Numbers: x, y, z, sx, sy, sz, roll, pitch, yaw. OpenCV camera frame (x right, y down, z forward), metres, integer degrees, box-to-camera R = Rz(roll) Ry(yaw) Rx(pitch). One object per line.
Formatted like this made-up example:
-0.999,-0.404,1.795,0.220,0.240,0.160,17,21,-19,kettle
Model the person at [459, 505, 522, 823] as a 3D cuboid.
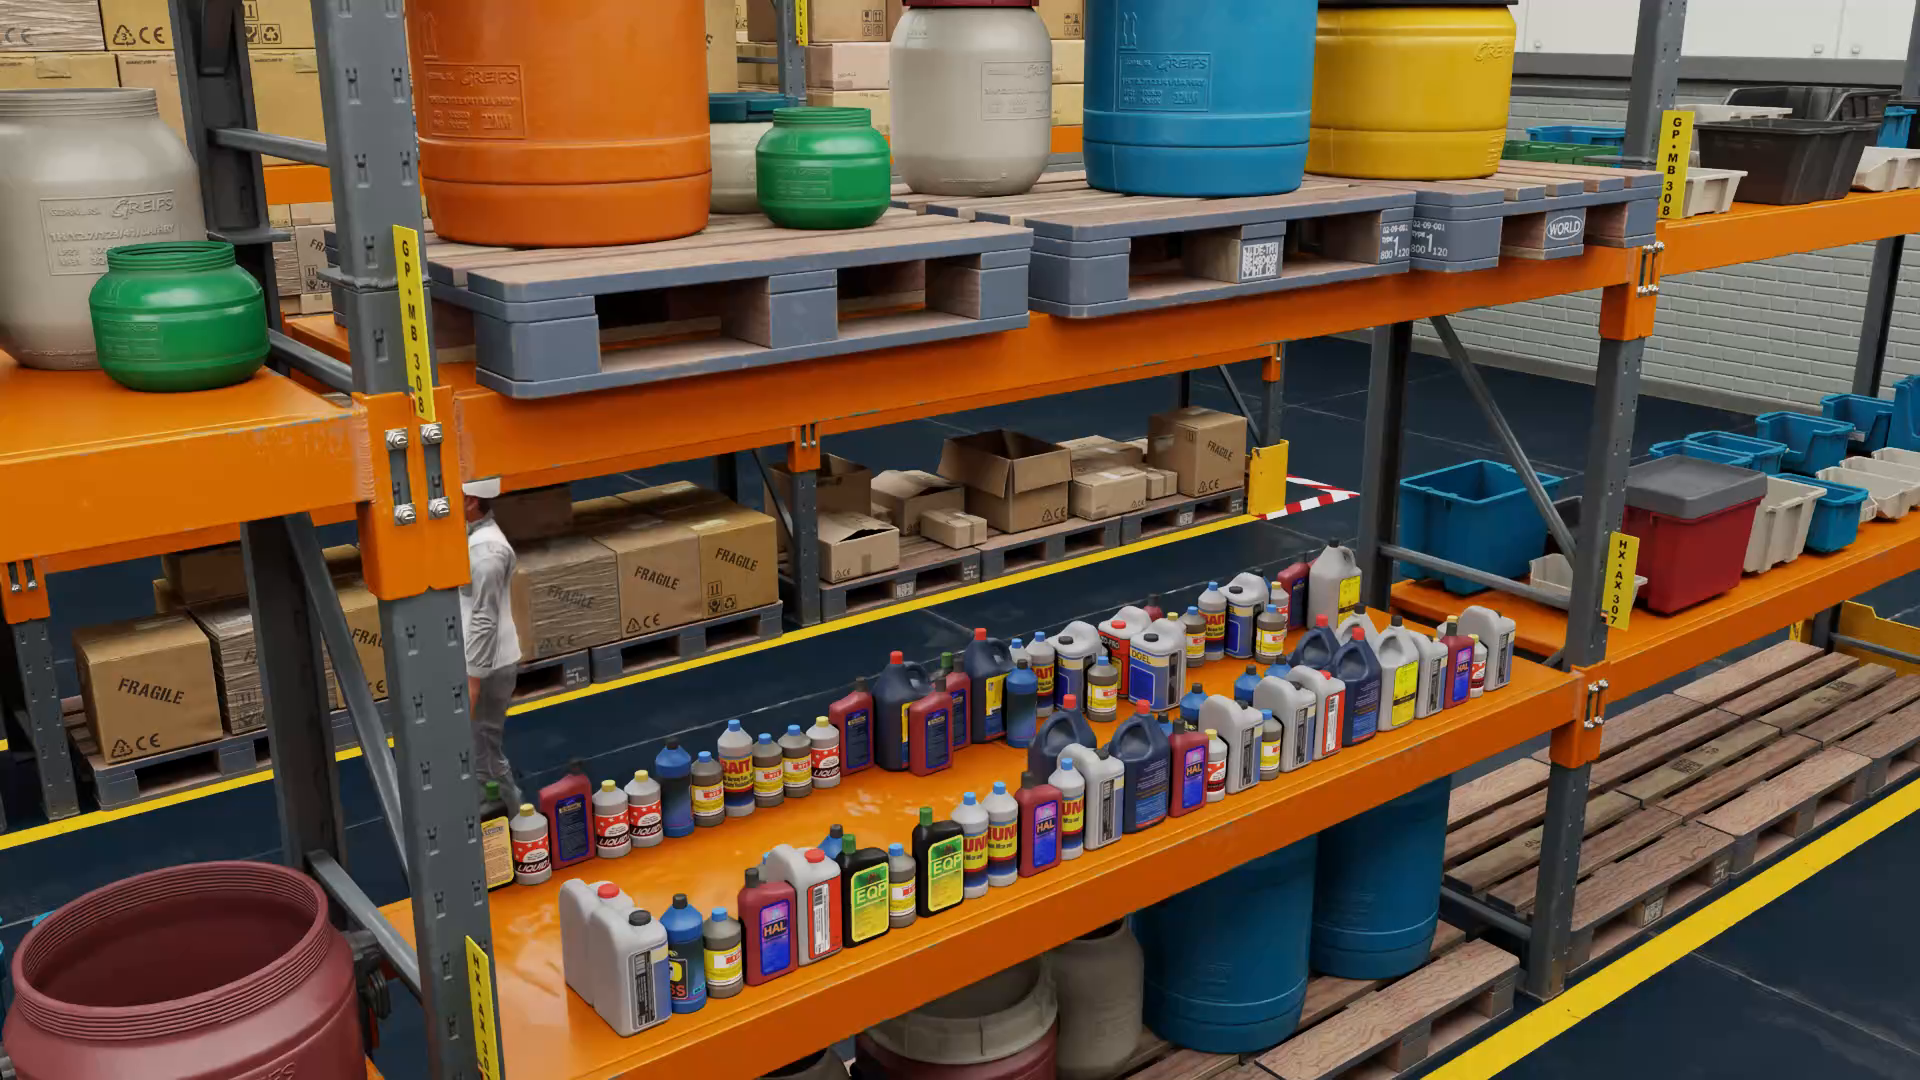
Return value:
-2.043,0.587,6.865,0.456,1.472,0.453,-10,20,-28,person
